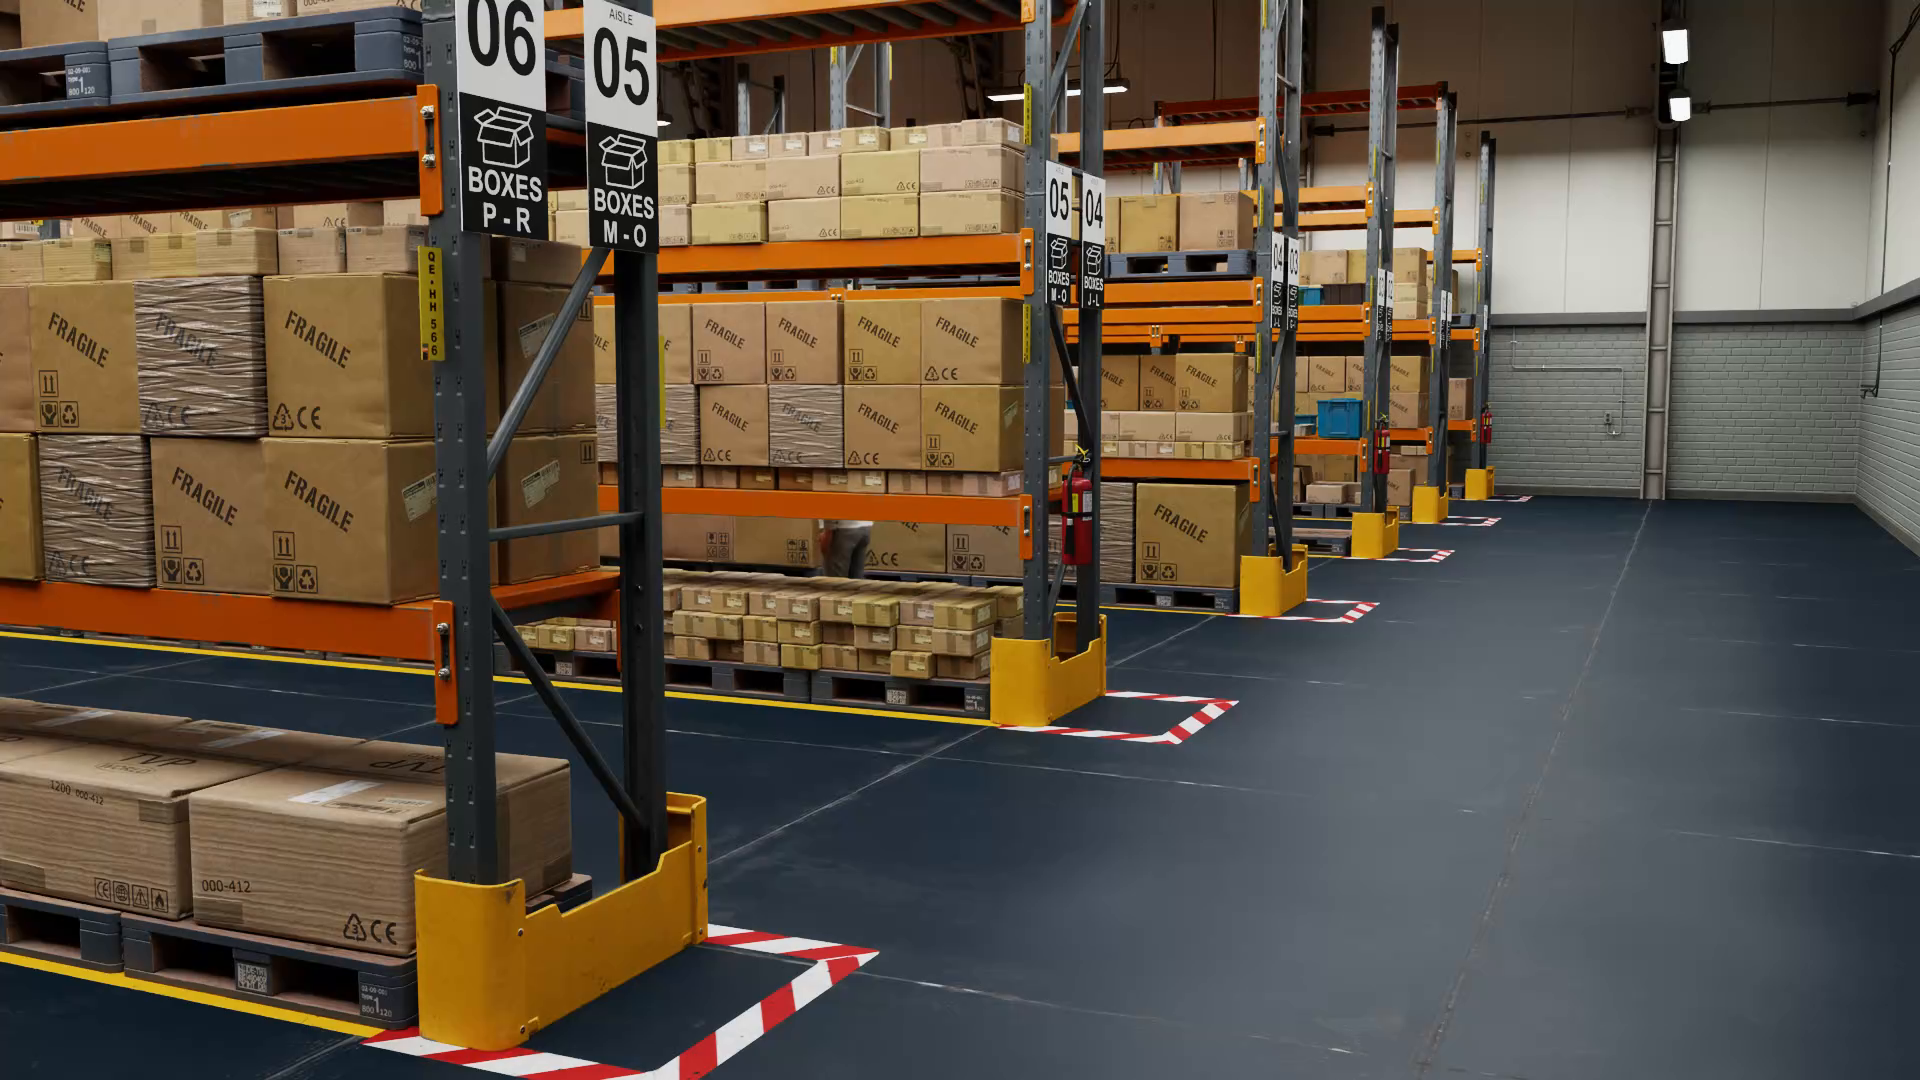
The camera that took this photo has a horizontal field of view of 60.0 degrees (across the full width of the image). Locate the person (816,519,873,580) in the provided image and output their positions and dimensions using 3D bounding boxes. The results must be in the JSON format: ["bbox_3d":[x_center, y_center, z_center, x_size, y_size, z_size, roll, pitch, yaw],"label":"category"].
[{"bbox_3d":[-0.848,-0.070,12.211,0.359,1.775,0.533,3,6,25],"label":"person"}]
